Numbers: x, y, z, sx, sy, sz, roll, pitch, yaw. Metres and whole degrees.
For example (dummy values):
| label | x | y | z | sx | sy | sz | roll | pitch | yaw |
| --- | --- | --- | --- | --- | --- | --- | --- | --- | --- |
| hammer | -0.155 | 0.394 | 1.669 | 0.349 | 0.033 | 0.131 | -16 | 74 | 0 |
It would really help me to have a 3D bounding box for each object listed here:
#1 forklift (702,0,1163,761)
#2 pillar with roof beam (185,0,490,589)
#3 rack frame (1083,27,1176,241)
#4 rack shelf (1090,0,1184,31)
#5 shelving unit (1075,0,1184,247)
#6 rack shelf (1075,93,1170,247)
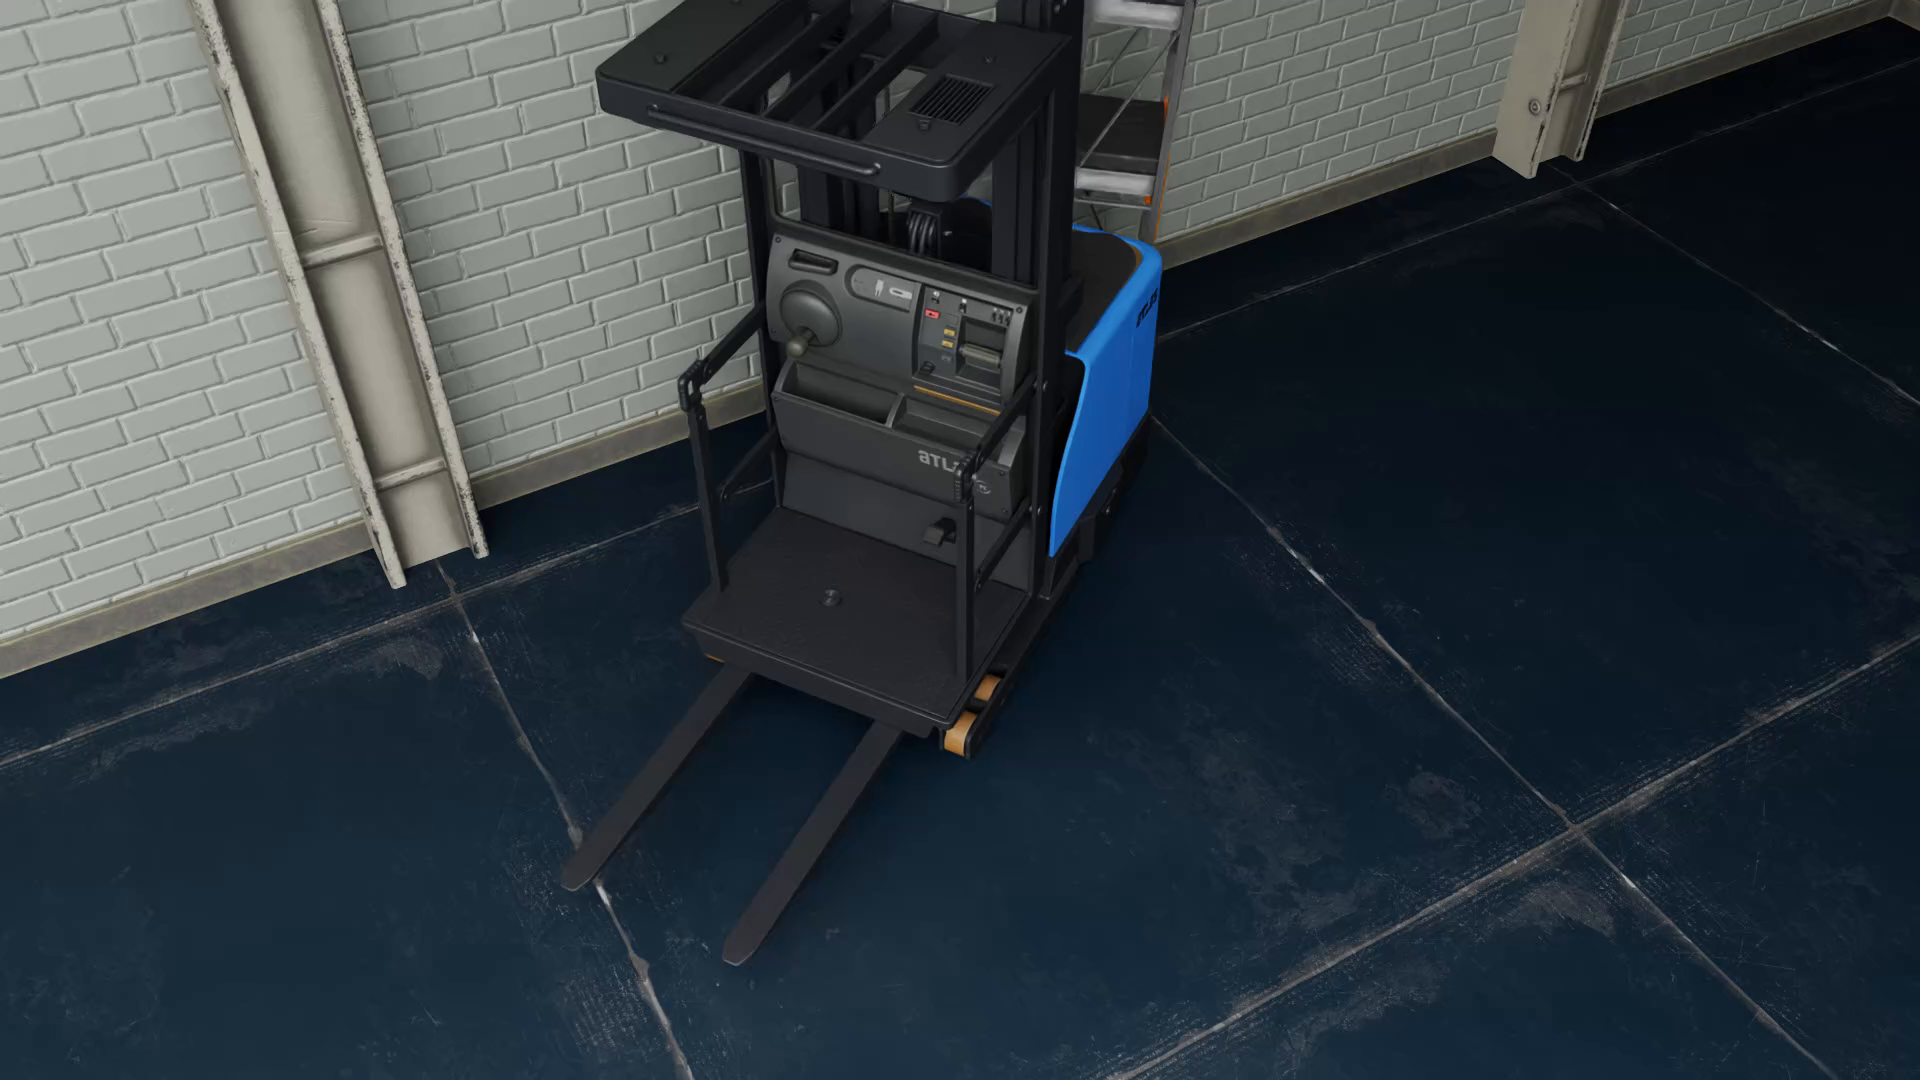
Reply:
| label | x | y | z | sx | sy | sz | roll | pitch | yaw |
| --- | --- | --- | --- | --- | --- | --- | --- | --- | --- |
| forklift | -0.310 | -0.636 | 5.301 | 1.130 | 2.935 | 3.031 | 19 | 47 | 18 |
| pillar with roof beam | 0.007 | -0.596 | 0.903 | 0.400 | 9.000 | 9.100 | -22 | 48 | -21 |
| rack frame | 0.639 | -1.663 | 6.937 | 0.400 | 2.100 | 0.015 | 7 | 43 | 2 |
| rack shelf | 0.665 | -2.067 | 6.220 | 0.332 | 0.100 | 0.442 | 7 | 43 | 2 |
| shelving unit | 0.615 | -1.501 | 6.763 | 0.431 | 2.100 | 0.492 | 7 | 43 | 2 |
| rack shelf | 0.614 | -1.487 | 6.768 | 0.431 | 0.518 | 0.480 | 7 | 43 | 2 |
